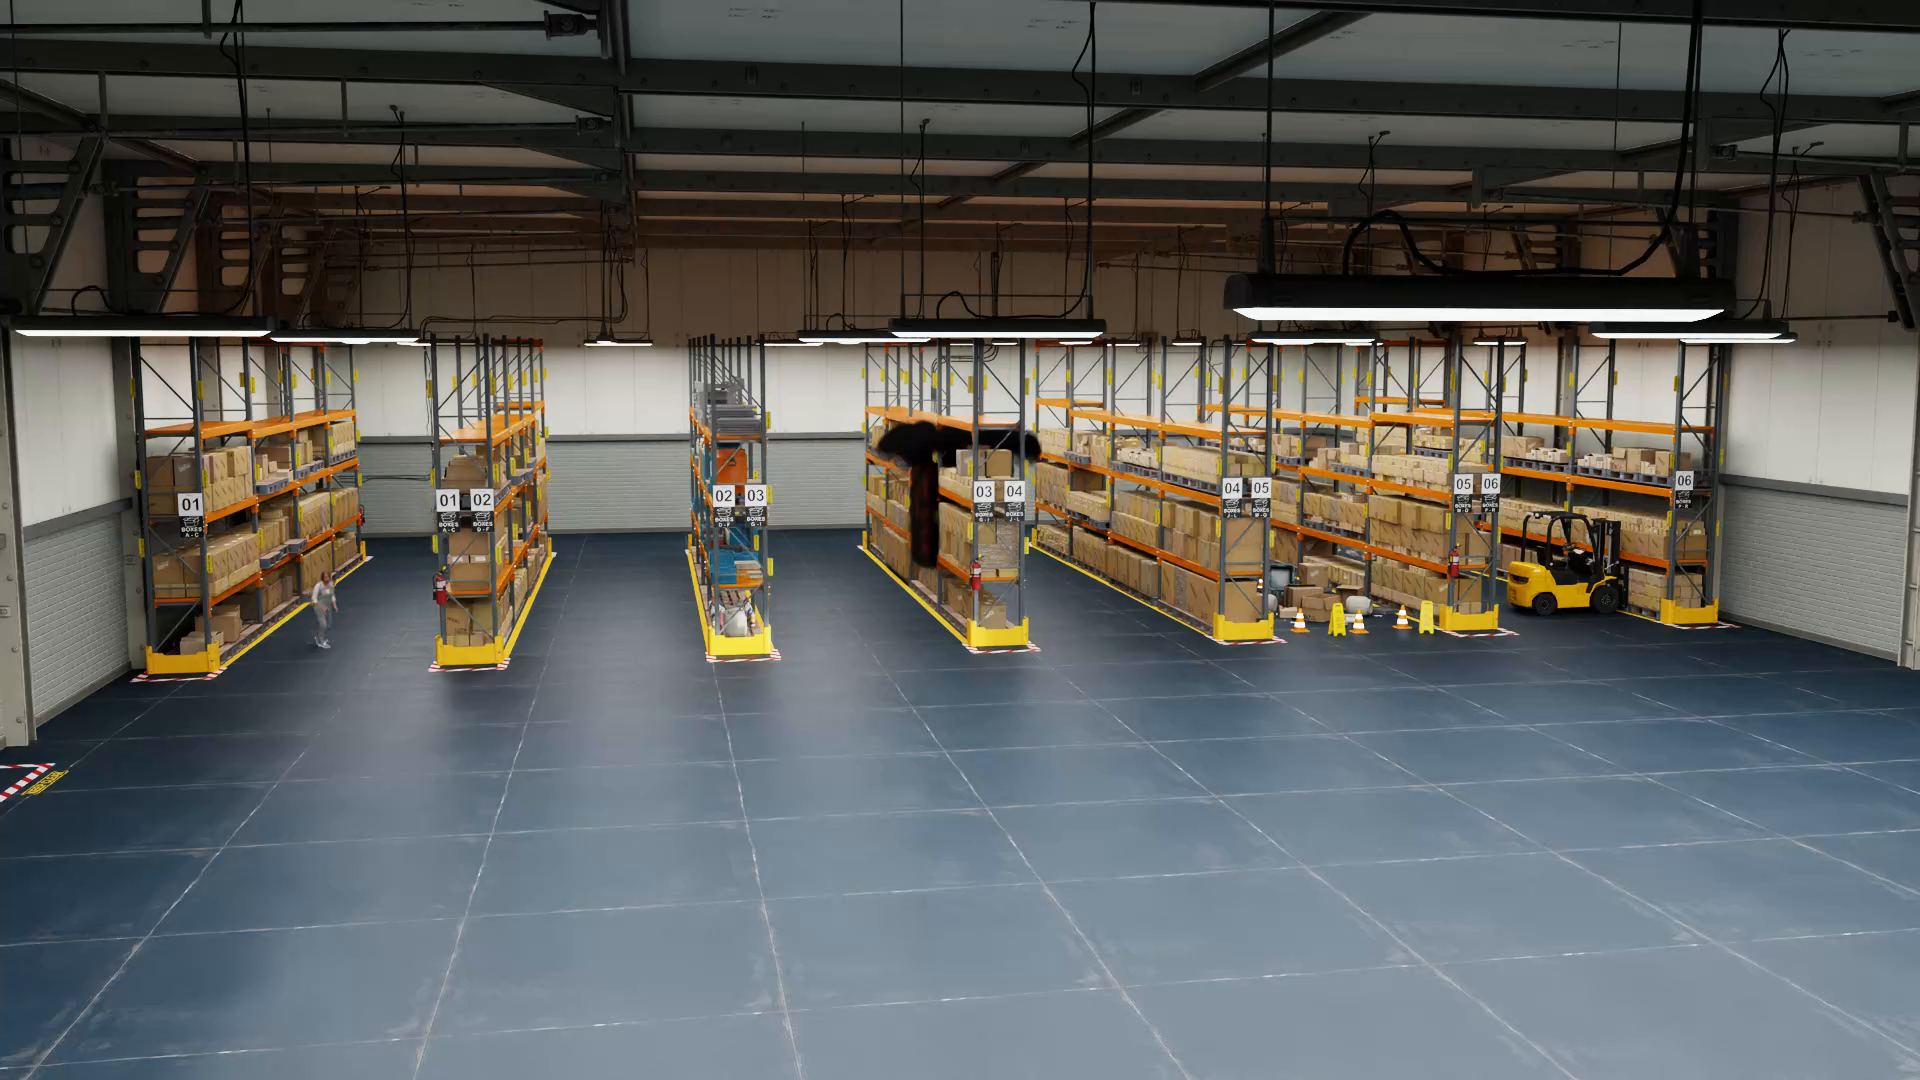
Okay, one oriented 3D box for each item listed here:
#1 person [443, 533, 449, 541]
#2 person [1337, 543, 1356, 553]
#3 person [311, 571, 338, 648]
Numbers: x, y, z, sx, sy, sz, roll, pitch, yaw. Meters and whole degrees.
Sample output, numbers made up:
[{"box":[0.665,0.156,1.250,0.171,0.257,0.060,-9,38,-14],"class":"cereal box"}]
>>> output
[{"box":[-14.464,-0.472,46.875,0.858,1.634,0.570,0,7,-2],"class":"person"},{"box":[10.686,-0.402,46.471,0.560,1.637,0.950,-4,8,-30],"class":"person"},{"box":[-12.265,1.323,31.930,0.715,1.523,0.516,4,8,32],"class":"person"}]
